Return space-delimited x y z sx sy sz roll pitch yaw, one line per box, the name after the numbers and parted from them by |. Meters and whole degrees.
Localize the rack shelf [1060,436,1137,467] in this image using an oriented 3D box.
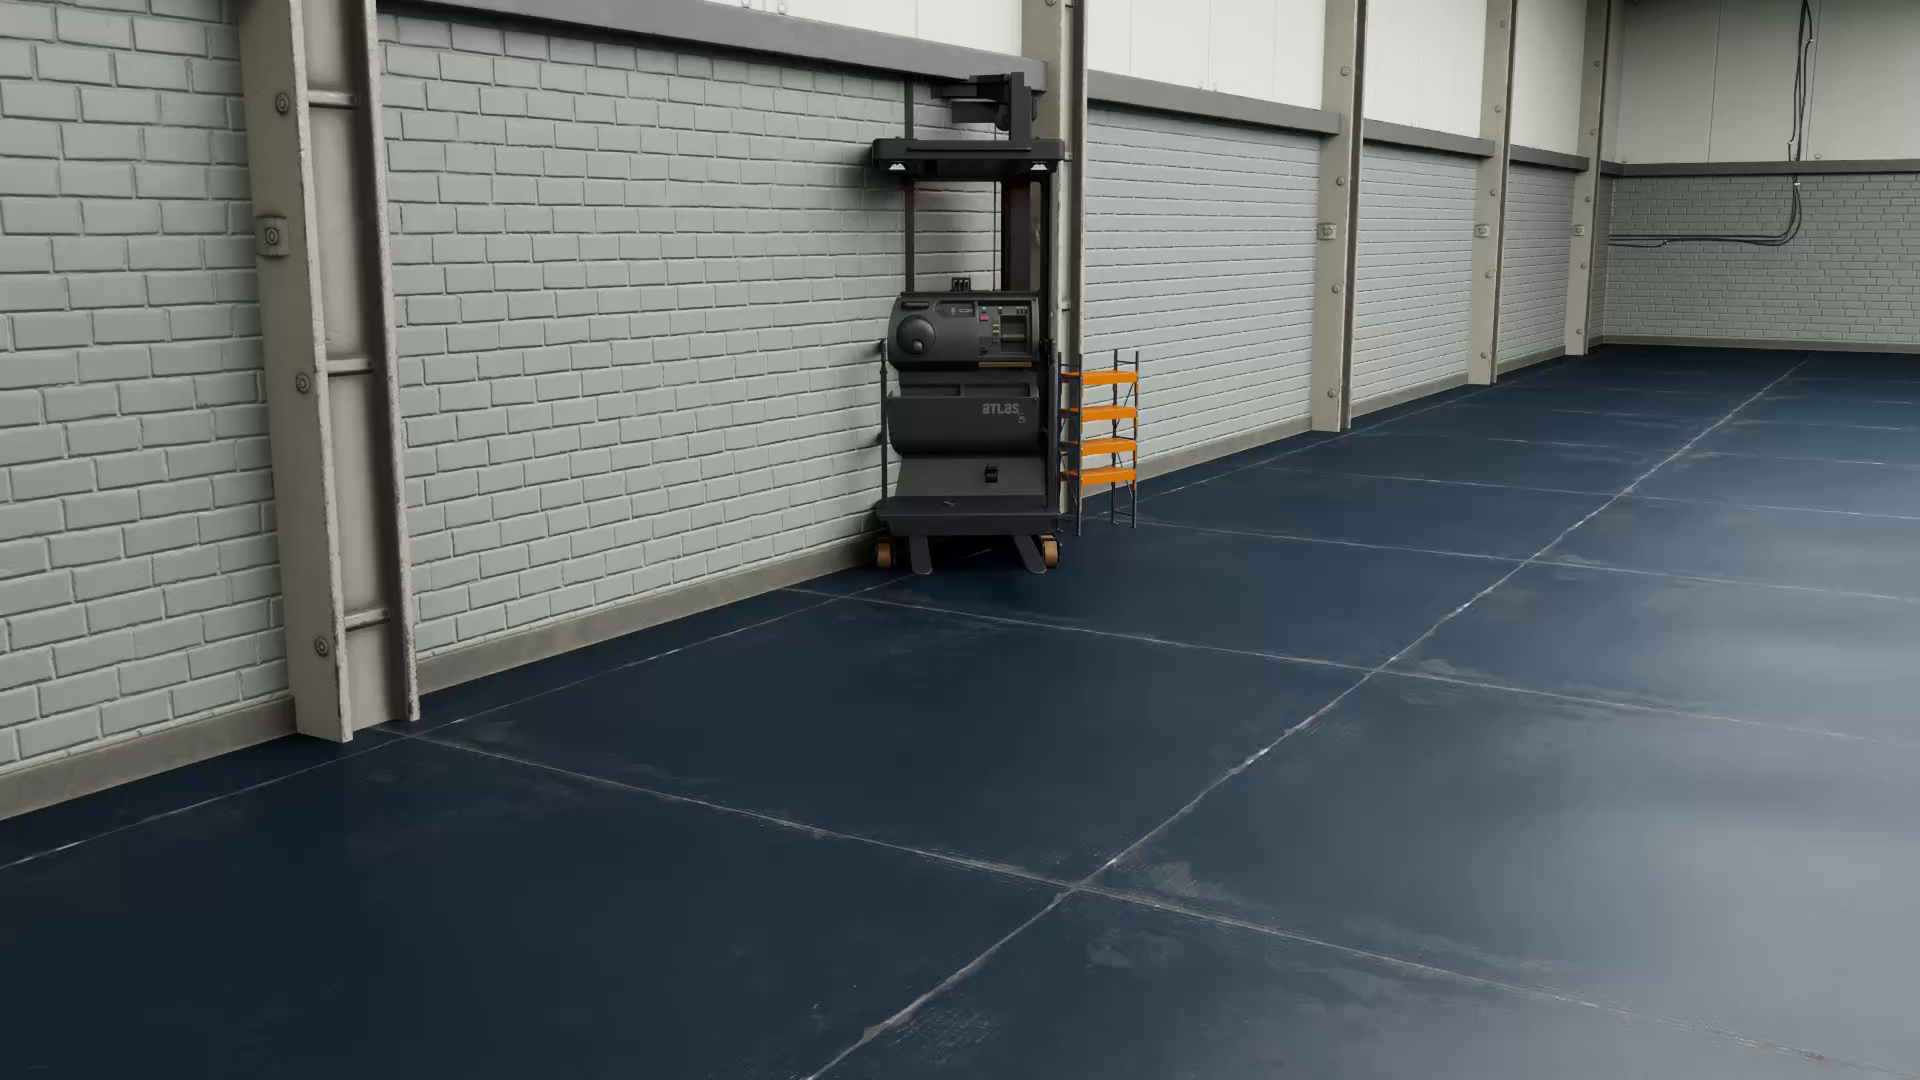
0.921 -0.597 11.161 0.480 0.148 0.258 -7 13 -35 | rack shelf

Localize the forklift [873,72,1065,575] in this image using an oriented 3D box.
0.031 -1.325 9.983 1.130 2.935 3.031 -1 11 -3 | forklift

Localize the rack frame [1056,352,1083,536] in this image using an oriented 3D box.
0.723 -0.637 11.009 0.015 1.200 0.240 -7 13 -35 | rack frame

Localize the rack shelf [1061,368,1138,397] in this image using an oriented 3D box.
0.921 -1.049 11.076 0.480 0.148 0.258 -7 13 -35 | rack shelf

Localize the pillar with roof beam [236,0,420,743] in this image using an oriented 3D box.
1.205 -3.255 3.801 9.100 9.000 0.400 6 12 31 | pillar with roof beam

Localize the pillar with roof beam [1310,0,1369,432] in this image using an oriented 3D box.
7.435 -5.142 13.881 9.100 9.000 0.400 6 12 31 | pillar with roof beam

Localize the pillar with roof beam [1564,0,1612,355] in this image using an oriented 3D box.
13.666 -7.029 23.962 9.100 9.000 0.400 6 12 31 | pillar with roof beam

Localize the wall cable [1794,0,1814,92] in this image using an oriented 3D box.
14.958 -8.475 26.400 3.097 2.526 0.112 6 12 31 | wall cable

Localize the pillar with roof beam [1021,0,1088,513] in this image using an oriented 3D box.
4.320 -4.199 8.841 9.100 9.000 0.400 6 12 31 | pillar with roof beam

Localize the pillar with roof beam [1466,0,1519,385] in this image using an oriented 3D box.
10.550 -6.086 18.922 9.100 9.000 0.400 6 12 31 | pillar with roof beam

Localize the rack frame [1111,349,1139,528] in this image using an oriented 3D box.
1.120 -0.689 11.288 0.015 1.200 0.240 -7 13 -35 | rack frame

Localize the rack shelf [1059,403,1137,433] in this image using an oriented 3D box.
0.921 -0.817 11.120 0.480 0.148 0.258 -7 13 -35 | rack shelf

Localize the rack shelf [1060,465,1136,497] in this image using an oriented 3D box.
0.921 -0.401 11.197 0.480 0.148 0.258 -7 13 -35 | rack shelf

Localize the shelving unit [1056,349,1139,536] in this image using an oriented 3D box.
0.921 -0.663 11.148 0.503 1.200 0.258 -7 13 -35 | shelving unit

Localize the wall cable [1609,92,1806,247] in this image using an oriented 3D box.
12.646 -6.251 28.245 3.097 2.526 0.112 6 12 31 | wall cable
